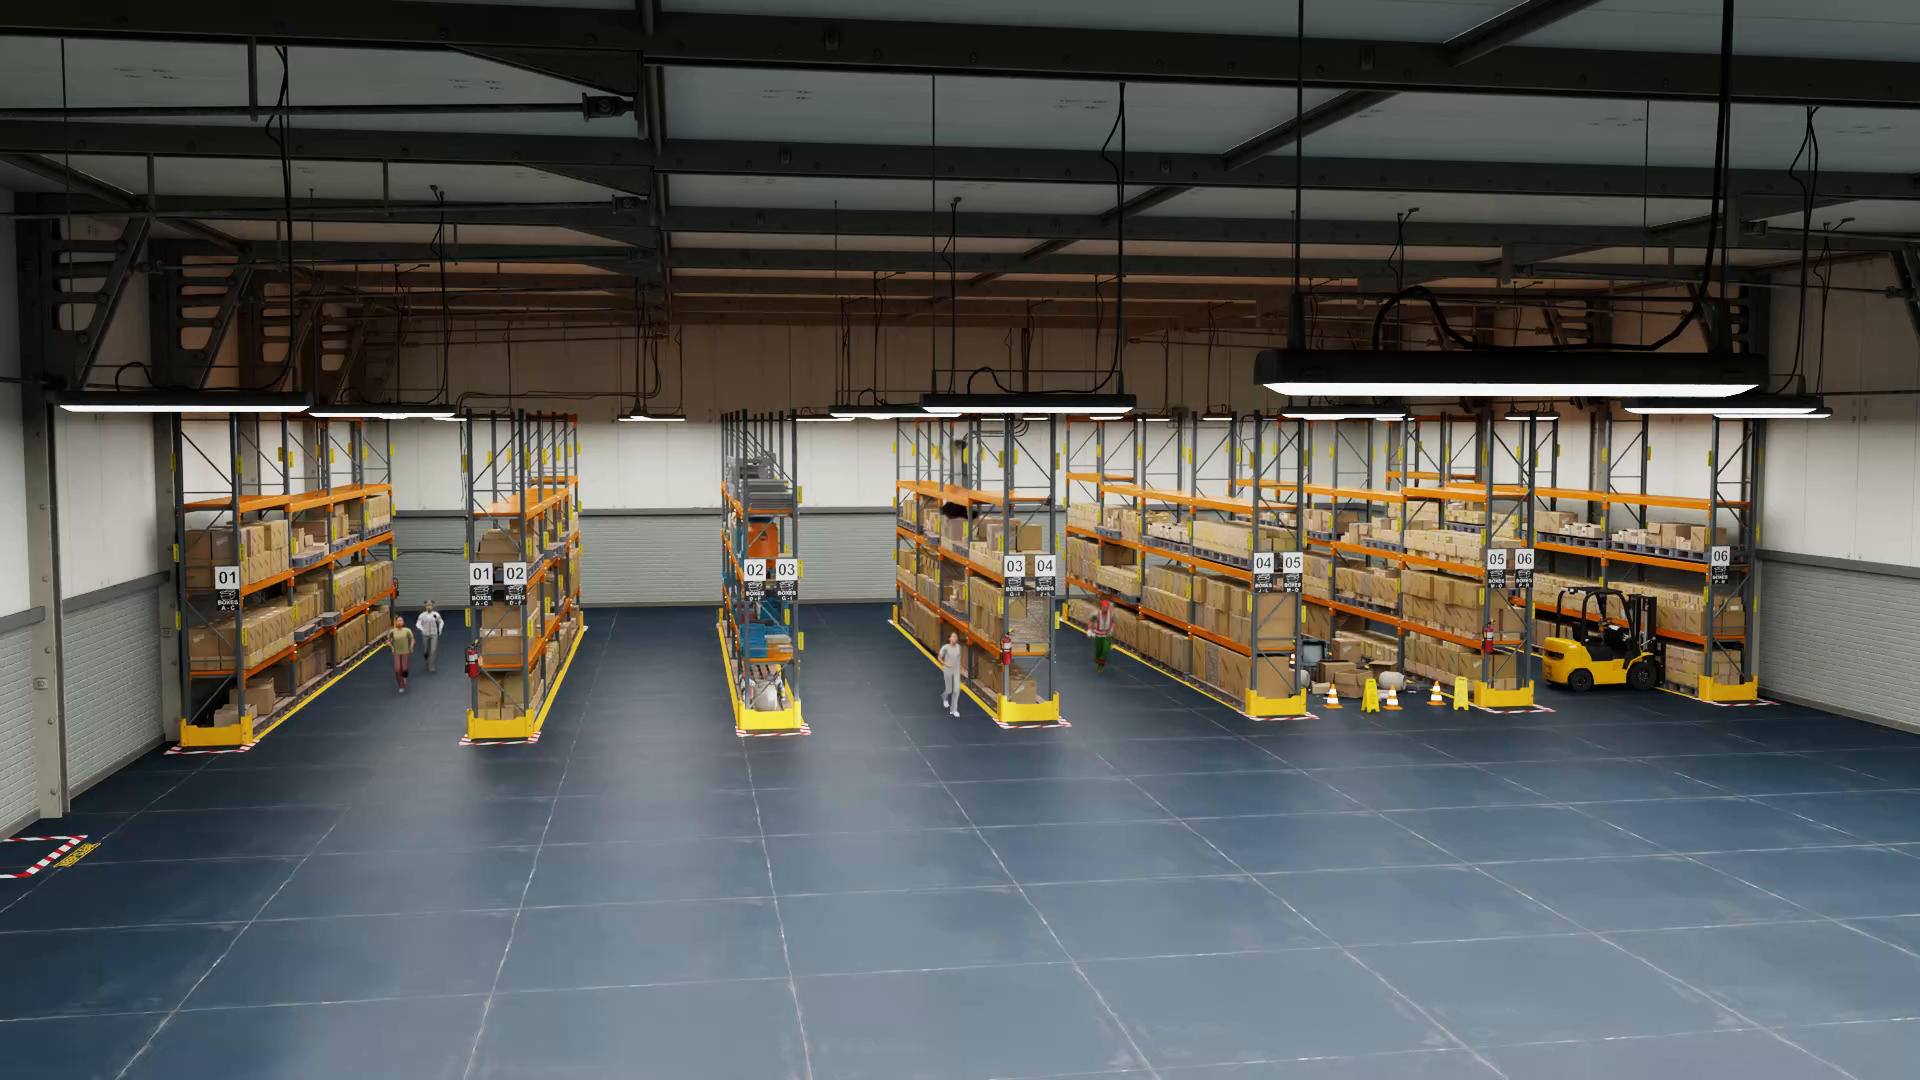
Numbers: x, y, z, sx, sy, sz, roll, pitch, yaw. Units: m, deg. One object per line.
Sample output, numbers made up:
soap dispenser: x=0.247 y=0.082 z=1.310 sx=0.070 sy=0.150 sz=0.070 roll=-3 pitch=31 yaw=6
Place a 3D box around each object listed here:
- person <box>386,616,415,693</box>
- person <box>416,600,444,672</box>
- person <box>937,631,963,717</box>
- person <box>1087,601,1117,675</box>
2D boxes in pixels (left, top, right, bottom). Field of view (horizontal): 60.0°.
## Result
person: x=-11.991 y=2.435 z=35.609 sx=0.559 sy=1.630 sz=0.566 roll=-1 pitch=4 yaw=-16
person: x=-12.290 y=2.201 z=38.598 sx=0.625 sy=1.654 sz=0.723 roll=-1 pitch=4 yaw=-18
person: x=-0.182 y=2.620 z=32.811 sx=0.564 sy=1.661 sz=0.745 roll=-2 pitch=4 yaw=-24
person: x=3.266 y=2.222 z=38.205 sx=0.654 sy=1.712 sz=0.779 roll=-1 pitch=4 yaw=-12
